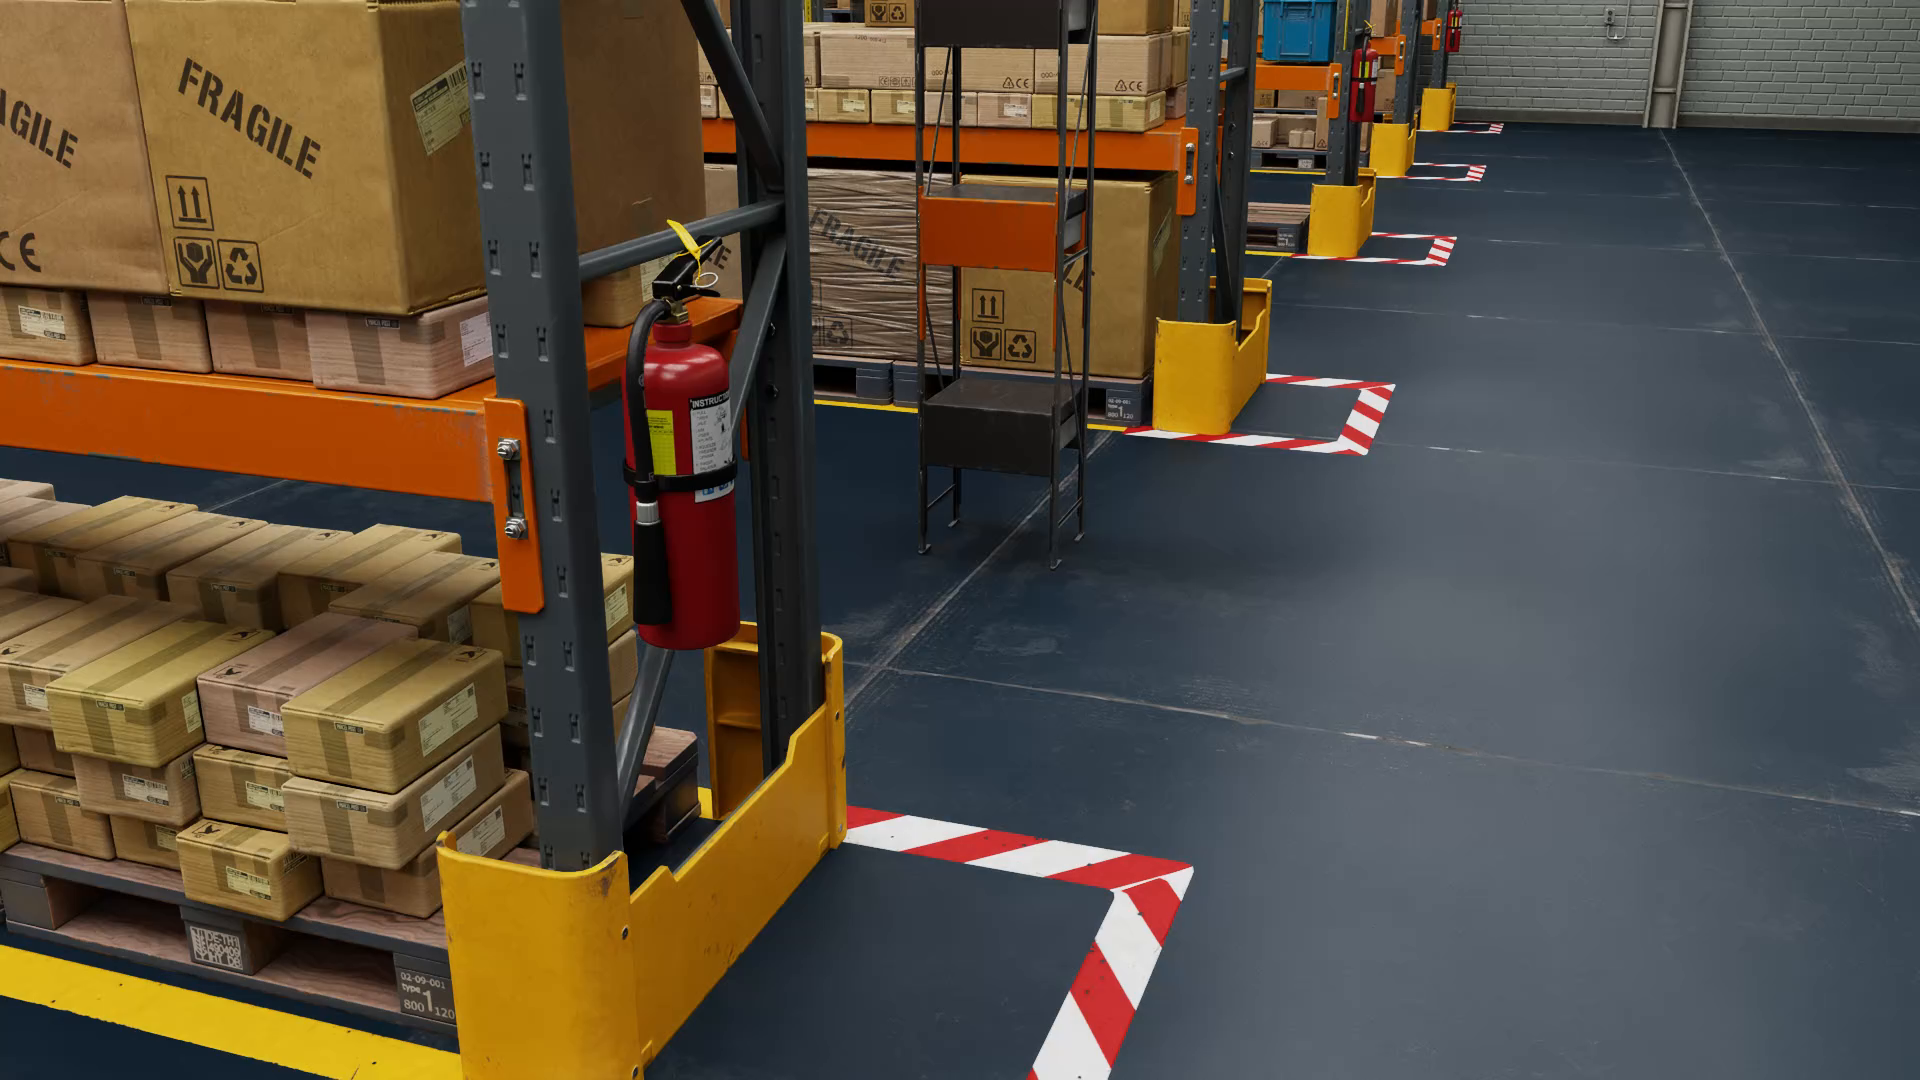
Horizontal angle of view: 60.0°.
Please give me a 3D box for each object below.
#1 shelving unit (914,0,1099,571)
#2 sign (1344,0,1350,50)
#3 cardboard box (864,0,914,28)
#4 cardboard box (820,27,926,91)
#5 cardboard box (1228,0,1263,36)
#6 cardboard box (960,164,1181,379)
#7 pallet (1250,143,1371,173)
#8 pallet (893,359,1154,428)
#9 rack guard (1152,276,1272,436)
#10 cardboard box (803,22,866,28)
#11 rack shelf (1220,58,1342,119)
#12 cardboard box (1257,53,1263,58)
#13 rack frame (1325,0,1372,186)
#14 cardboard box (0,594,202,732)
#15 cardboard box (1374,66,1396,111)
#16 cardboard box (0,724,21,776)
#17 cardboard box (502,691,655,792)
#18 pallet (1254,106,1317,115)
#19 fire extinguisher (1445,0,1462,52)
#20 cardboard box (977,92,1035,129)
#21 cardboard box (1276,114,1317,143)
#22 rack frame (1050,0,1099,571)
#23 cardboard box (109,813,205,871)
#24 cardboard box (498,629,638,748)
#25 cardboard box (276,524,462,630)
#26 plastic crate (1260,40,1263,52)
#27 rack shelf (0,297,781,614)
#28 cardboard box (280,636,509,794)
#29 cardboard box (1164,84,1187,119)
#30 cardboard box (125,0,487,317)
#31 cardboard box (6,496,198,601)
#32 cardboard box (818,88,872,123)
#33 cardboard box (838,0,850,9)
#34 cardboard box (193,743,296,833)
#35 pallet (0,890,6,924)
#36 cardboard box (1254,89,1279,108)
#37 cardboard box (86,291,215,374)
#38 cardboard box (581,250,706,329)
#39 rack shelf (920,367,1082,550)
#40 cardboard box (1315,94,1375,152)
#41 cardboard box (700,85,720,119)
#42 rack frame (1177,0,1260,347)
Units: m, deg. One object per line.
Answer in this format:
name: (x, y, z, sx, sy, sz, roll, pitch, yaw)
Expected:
shelving unit: (0.156, -0.974, 5.679, 0.503, 2.100, 0.431, 7, 20, 18)
sign: (2.645, -3.522, 11.376, 0.005, 0.325, 0.100, 7, 20, 18)
cardboard box: (-0.144, -2.746, 8.032, 0.500, 0.500, 0.500, 6, 20, 17)
cardboard box: (-0.320, -2.227, 7.685, 0.500, 0.250, 0.500, 6, 20, 16)
cardboard box: (2.966, -5.279, 16.512, 0.500, 0.500, 0.500, 7, 20, 18)
cardboard box: (0.554, -1.317, 7.888, 0.875, 0.875, 0.875, 7, 20, 18)
pallet: (3.614, -3.935, 17.044, 1.213, 0.211, 1.003, 7, 20, 18)
pallet: (0.404, -0.823, 8.117, 1.213, 0.211, 1.003, 7, 20, 18)
rack guard: (1.207, -0.895, 7.884, 0.348, 0.500, 1.175, 7, 20, 18)
cardboard box: (-0.641, -2.448, 8.317, 0.500, 0.250, 0.500, 6, 20, 17)
rack shelf: (0.921, -3.494, 12.636, 4.000, 0.370, 1.077, 7, 20, 18)
cardboard box: (3.870, -6.307, 21.787, 0.250, 0.149, 0.380, 7, 20, 19)
rack frame: (2.810, -3.618, 11.898, 0.127, 3.000, 1.000, 7, 20, 18)
cardboard box: (-1.850, 0.261, 3.561, 0.250, 0.149, 0.380, 6, 20, 16)
cardboard box: (5.367, -5.761, 21.205, 0.500, 0.500, 0.700, 7, 20, 18)
cardboard box: (-2.116, 0.385, 3.656, 0.250, 0.149, 0.380, 7, 20, 19)
cardboard box: (-0.928, 0.445, 3.936, 0.250, 0.149, 0.380, 7, 20, 19)
pallet: (4.132, -5.576, 21.752, 1.213, 0.211, 1.003, 7, 20, 18)
fire extinguisher: (6.052, -6.326, 20.351, 0.183, 0.674, 0.296, 7, 20, 18)
cardboard box: (0.256, -1.951, 7.497, 0.250, 0.149, 0.380, 7, 20, 18)
cardboard box: (3.546, -4.268, 17.272, 0.500, 0.250, 0.500, 7, 20, 18)
rack frame: (0.387, -0.947, 5.604, 0.015, 2.100, 0.400, 7, 20, 18)
cardboard box: (-1.602, 0.558, 3.613, 0.250, 0.149, 0.380, 6, 20, 18)
cardboard box: (-0.949, 0.324, 3.830, 0.250, 0.149, 0.380, 7, 21, 20)
cardboard box: (-1.418, 0.099, 4.026, 0.250, 0.149, 0.380, 6, 20, 18)
plastic crate: (2.409, -3.711, 12.475, 0.298, 0.136, 0.250, 7, 20, 18)
rack shelf: (-2.428, -0.423, 3.826, 4.000, 0.370, 1.077, 7, 20, 18)
cardboard box: (-1.122, 0.342, 3.328, 0.250, 0.149, 0.380, 7, 20, 19)
cardboard box: (0.958, -2.100, 7.926, 0.250, 0.149, 0.380, 7, 20, 19)
cardboard box: (-1.047, -0.703, 2.932, 0.500, 0.500, 0.500, 7, 20, 19)
cardboard box: (-2.172, 0.022, 4.245, 0.250, 0.149, 0.380, 7, 20, 19)
cardboard box: (-0.470, -2.033, 7.733, 0.250, 0.149, 0.380, 7, 20, 18)
cardboard box: (-1.029, -6.007, 17.962, 0.500, 0.500, 0.700, 1, 19, 4)
cardboard box: (-1.360, 0.447, 3.477, 0.250, 0.149, 0.380, 6, 20, 17)
pallet: (-2.515, 0.531, 4.233, 1.213, 0.211, 1.003, 7, 20, 18)
cardboard box: (3.913, -5.924, 21.674, 0.500, 0.500, 0.700, 7, 20, 19)
cardboard box: (-1.404, -0.436, 3.153, 0.250, 0.149, 0.380, 6, 20, 18)
cardboard box: (-0.737, -0.565, 3.522, 0.250, 0.149, 0.380, 6, 20, 18)
rack shelf: (0.156, -0.300, 5.914, 0.480, 0.518, 0.431, 7, 20, 18)
cardboard box: (3.845, -4.167, 16.603, 0.500, 0.500, 0.500, 7, 20, 18)
cardboard box: (-1.199, -2.116, 7.972, 0.250, 0.149, 0.380, 7, 20, 19)
rack frame: (1.185, -2.078, 7.480, 0.127, 3.000, 1.000, 7, 20, 18)
